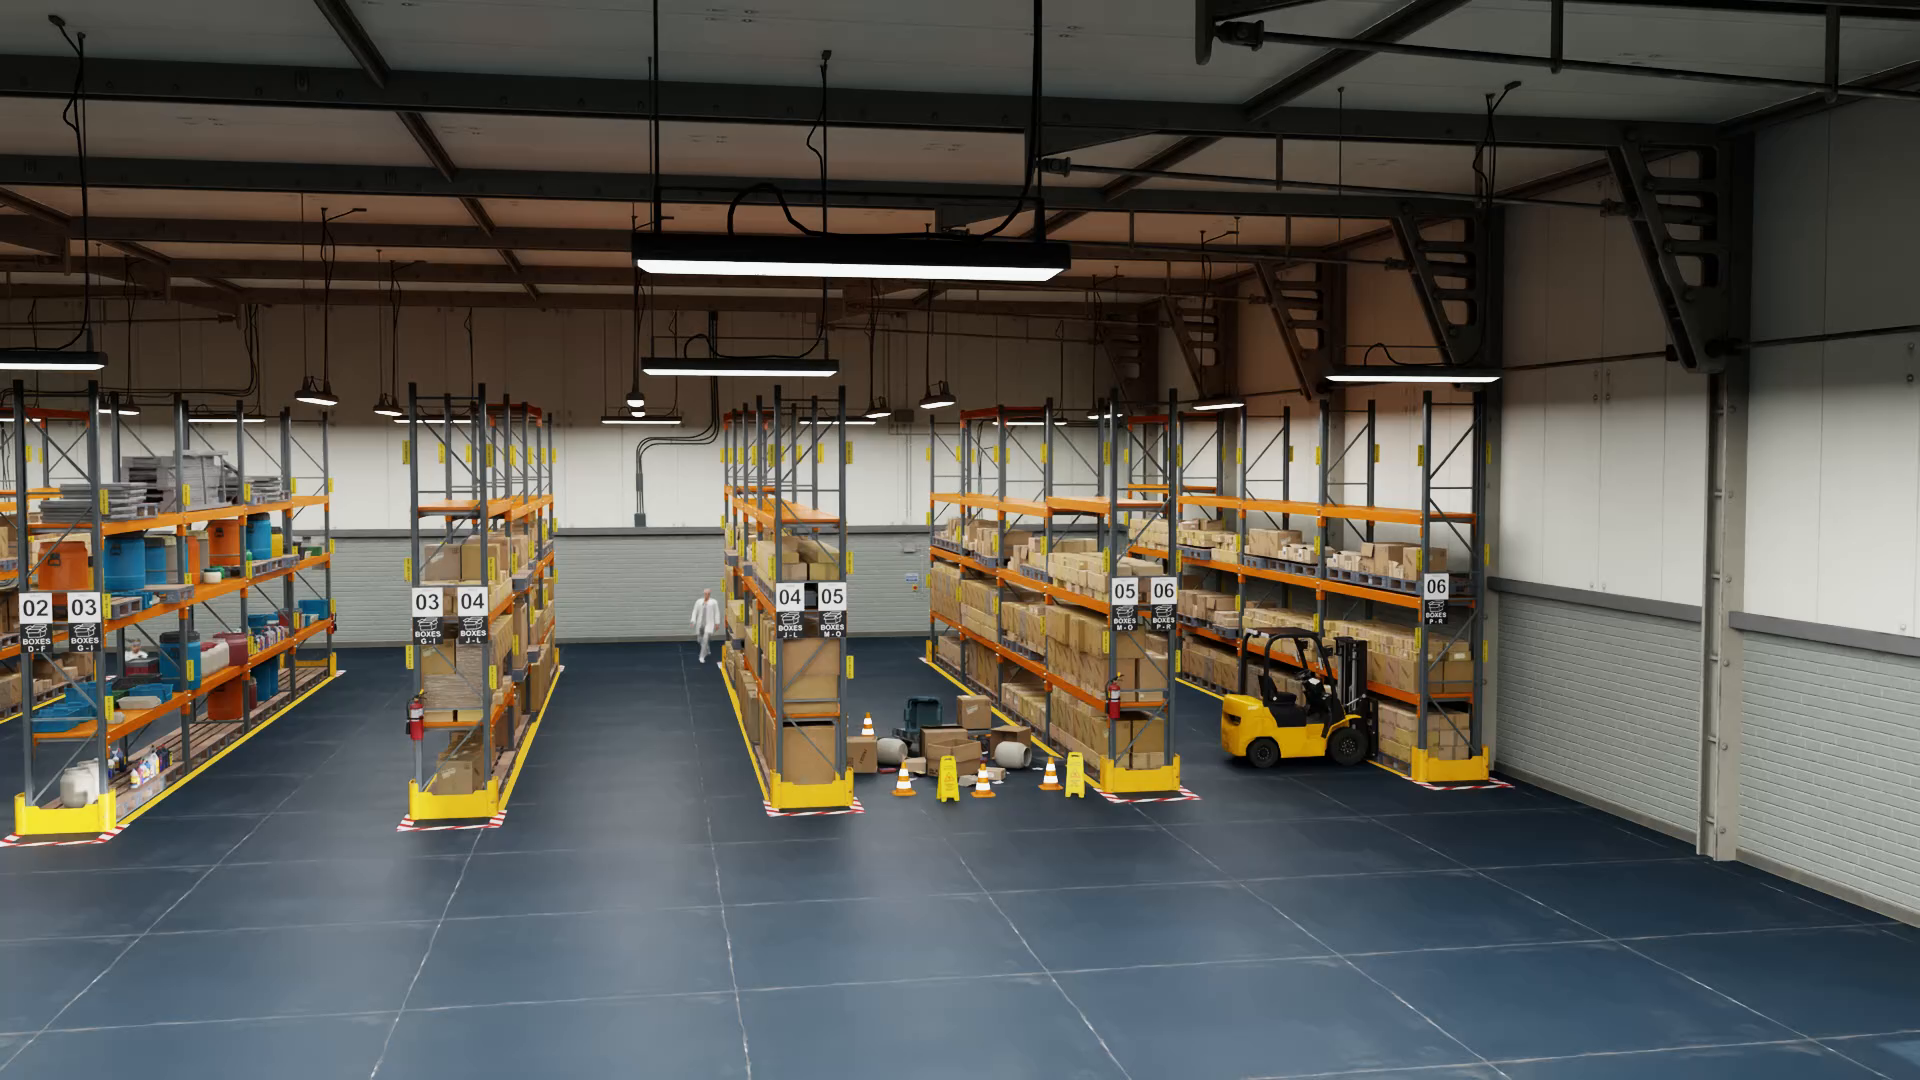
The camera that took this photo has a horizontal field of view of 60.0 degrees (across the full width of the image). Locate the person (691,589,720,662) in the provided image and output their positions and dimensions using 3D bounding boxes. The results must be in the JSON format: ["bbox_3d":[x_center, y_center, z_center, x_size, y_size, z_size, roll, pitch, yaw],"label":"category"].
[{"bbox_3d":[-6.235,2.134,40.735,0.675,1.655,0.880,0,3,6],"label":"person"}]

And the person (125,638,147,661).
[{"bbox_3d":[-15.266,2.620,30.776,0.467,1.612,0.934,-1,3,-21],"label":"person"}]
